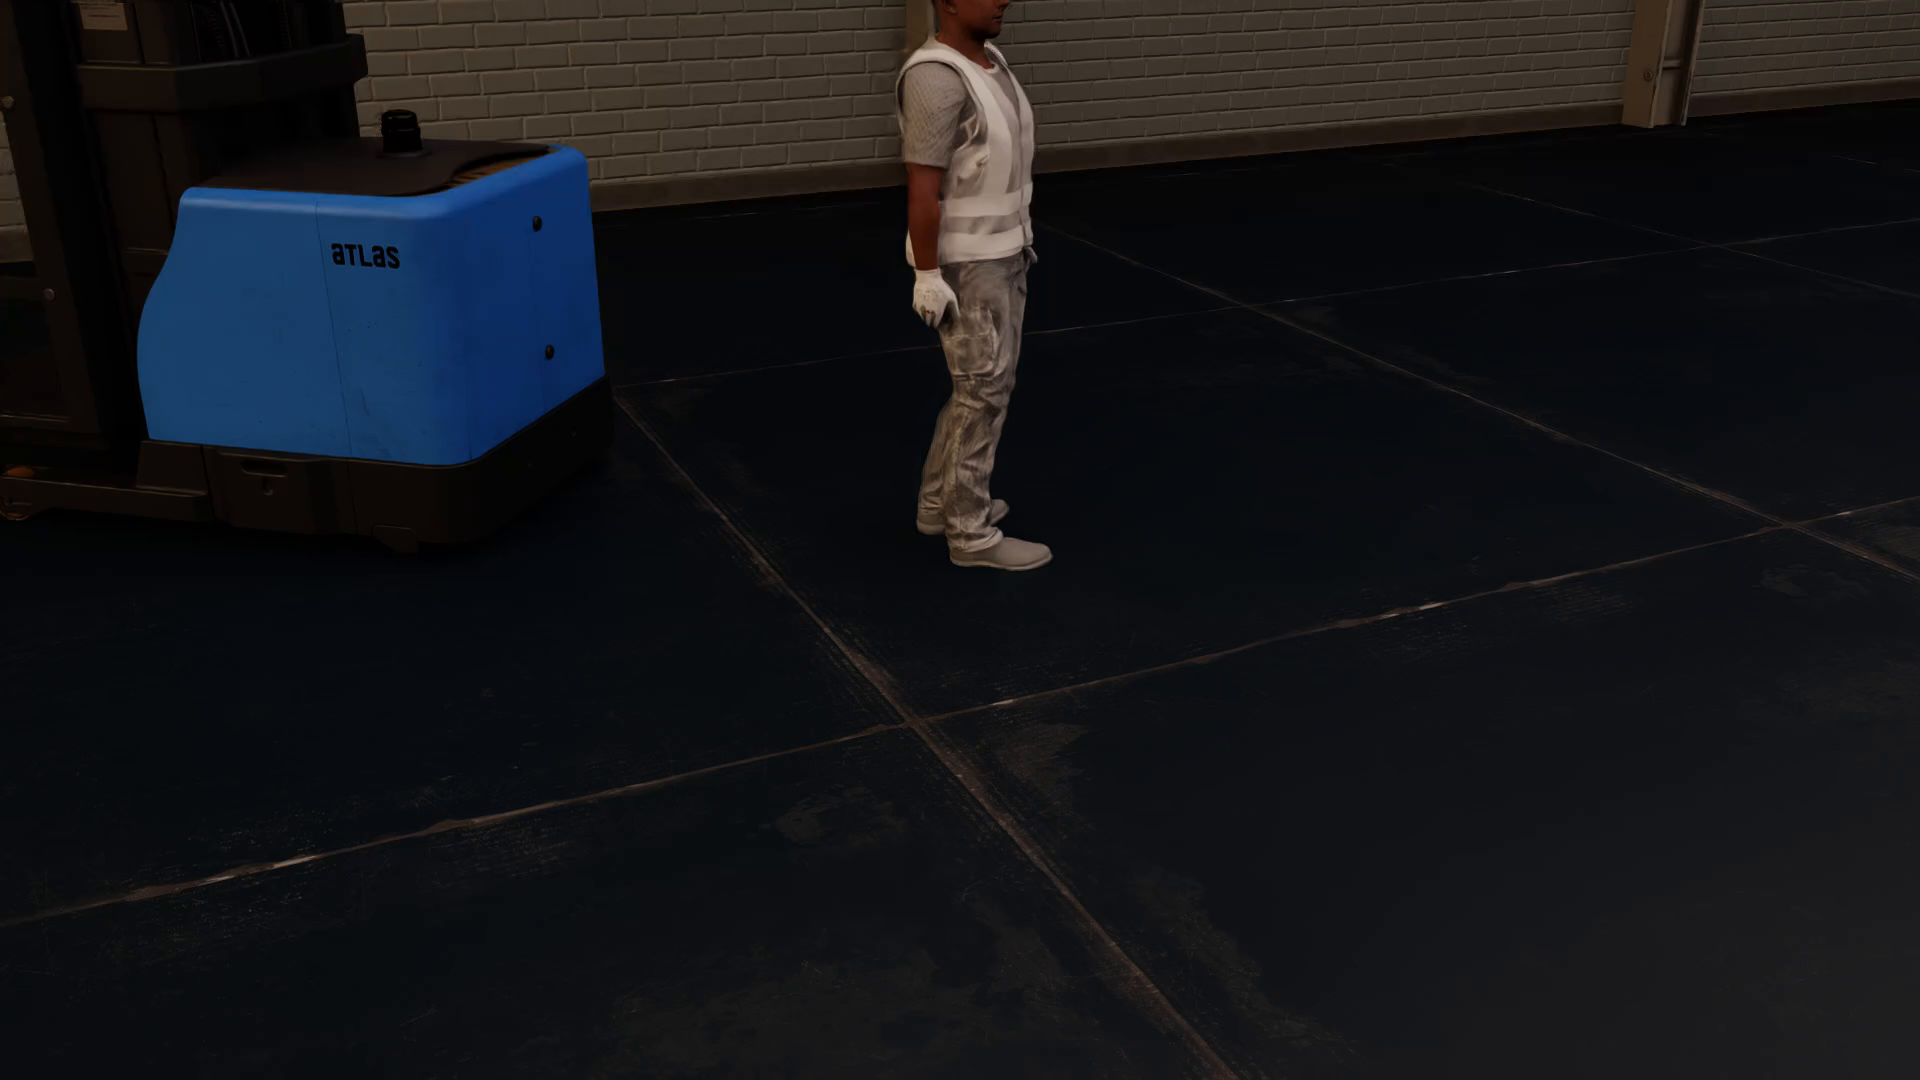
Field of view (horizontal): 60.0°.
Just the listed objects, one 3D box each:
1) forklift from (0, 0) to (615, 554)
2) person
[{"bbox_3d":[-2.765,-1.603,5.146,3.031,2.935,1.130,6,23,13],"label":"forklift"},{"bbox_3d":[0.088,-0.812,4.789,0.476,1.781,0.637,7,23,16],"label":"person"}]
